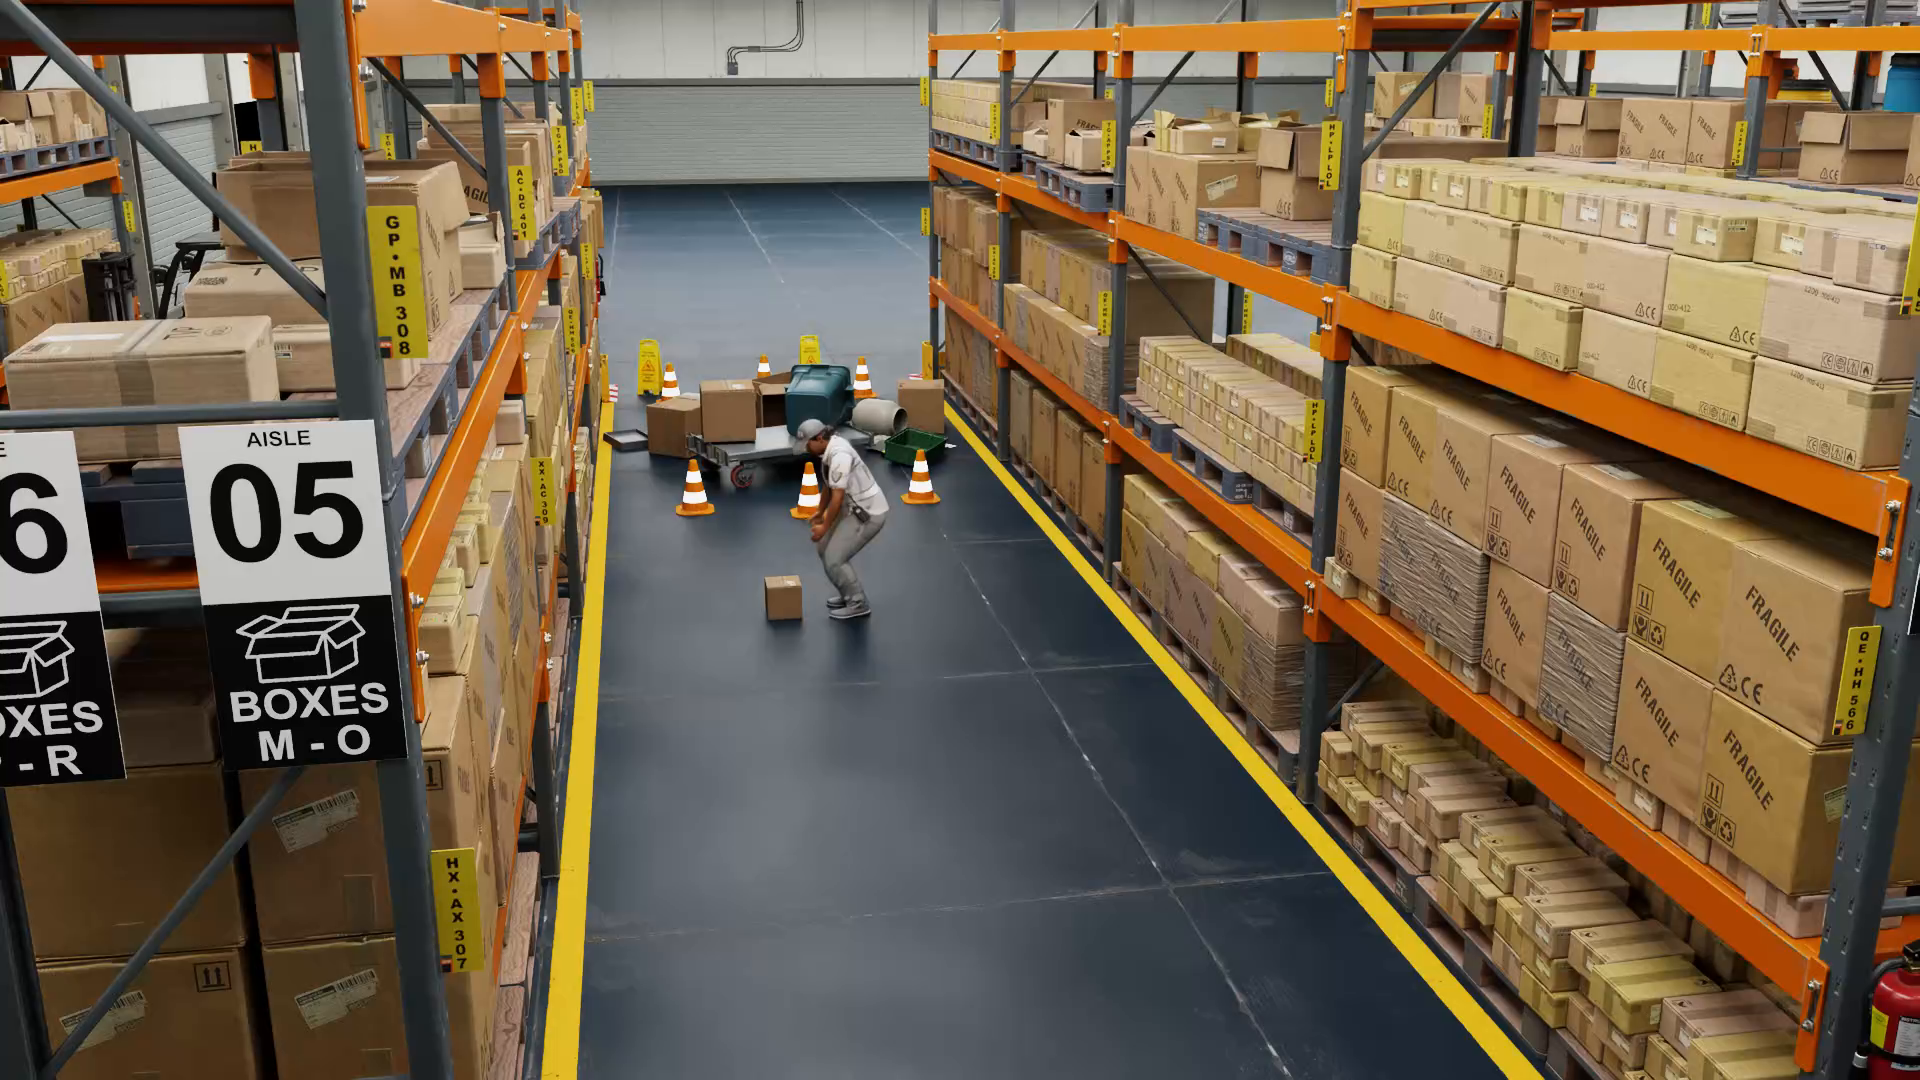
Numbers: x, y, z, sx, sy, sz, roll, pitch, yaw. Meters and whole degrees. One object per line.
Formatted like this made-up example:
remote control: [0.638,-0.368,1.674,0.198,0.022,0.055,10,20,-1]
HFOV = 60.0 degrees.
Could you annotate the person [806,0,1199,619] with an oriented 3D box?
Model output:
person: [3.185,-8.379,31.717,16.153,6.009,40.895,-3,17,-10]
